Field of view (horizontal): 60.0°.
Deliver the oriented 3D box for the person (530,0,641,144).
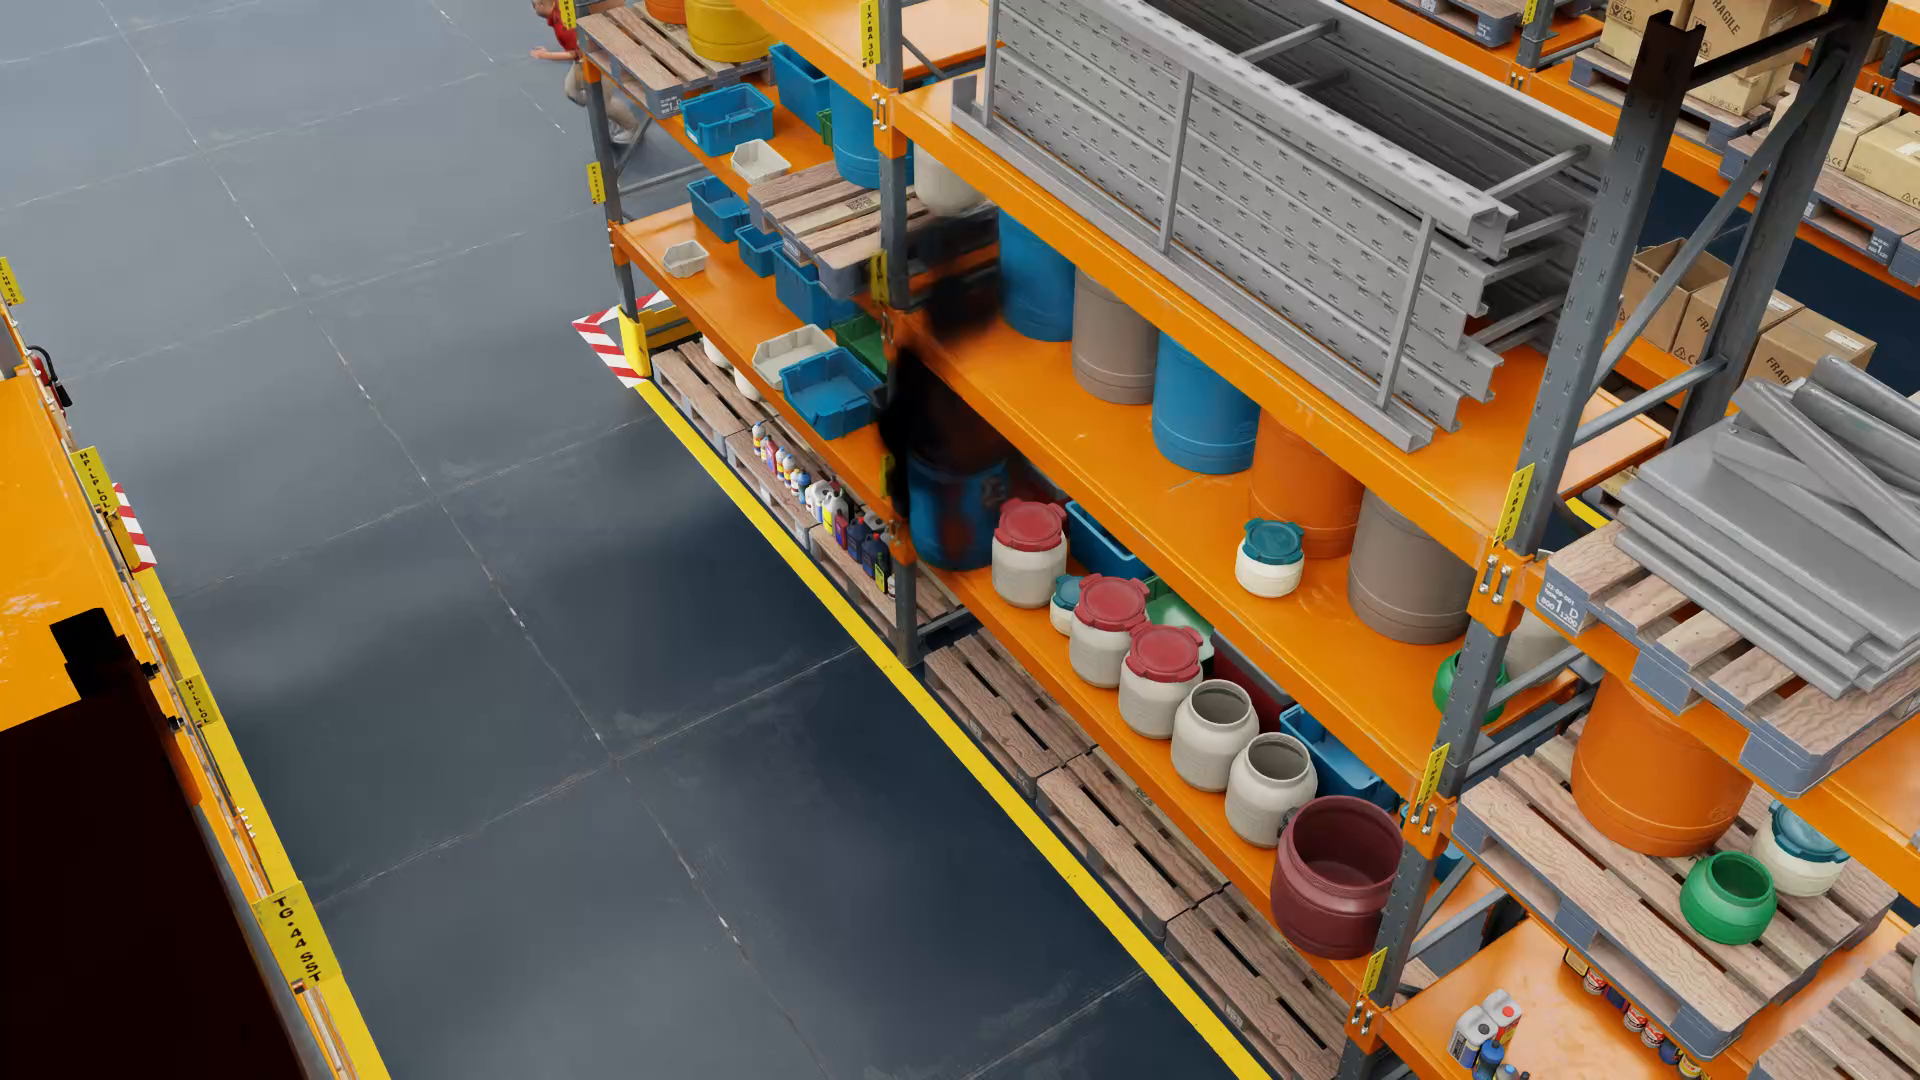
[{"bbox_3d":[-3.492,-4.418,15.411,0.927,1.548,0.697,-11,44,-12],"label":"person"}]
